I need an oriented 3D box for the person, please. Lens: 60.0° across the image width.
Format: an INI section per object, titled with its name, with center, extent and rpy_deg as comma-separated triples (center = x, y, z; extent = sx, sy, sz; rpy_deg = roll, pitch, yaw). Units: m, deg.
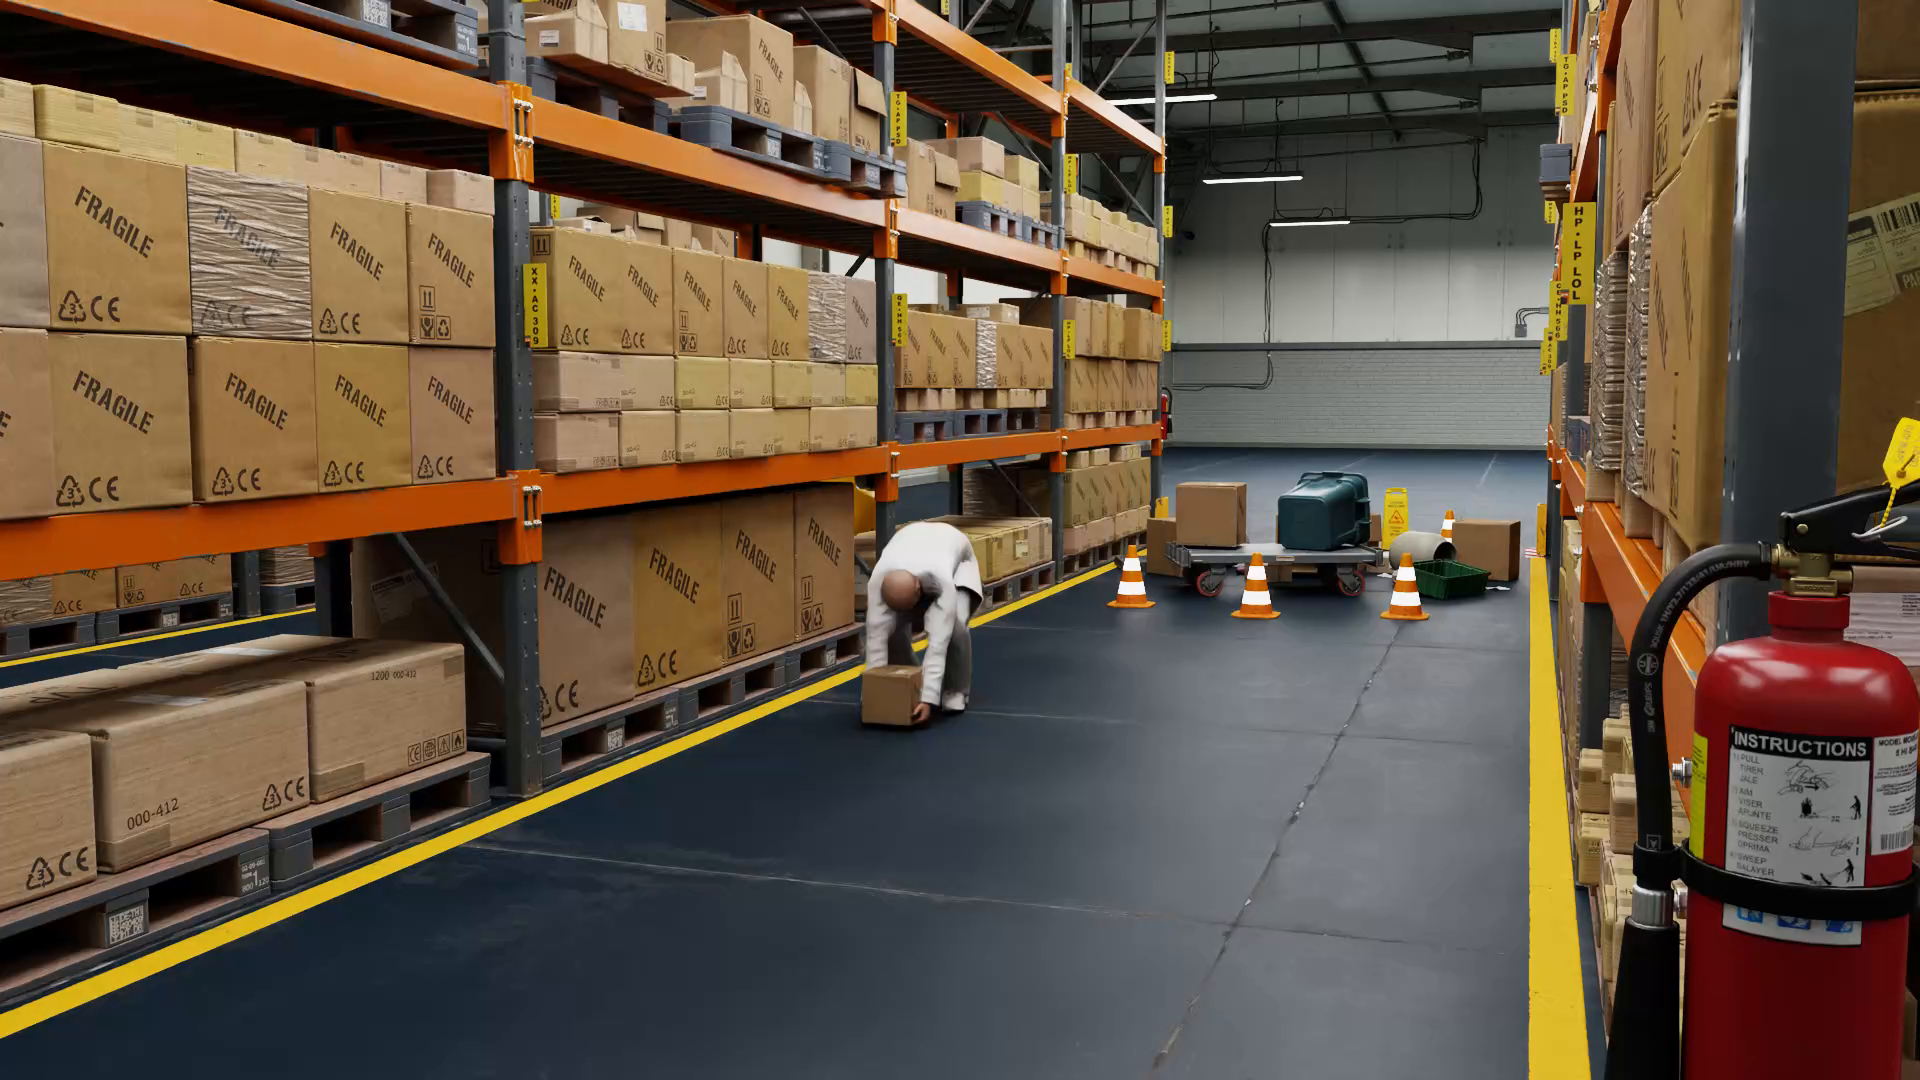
[person]
center = -0.204, 0.404, 8.447
extent = 0.594, 0.966, 0.944
rpy_deg = 1, 5, 16
